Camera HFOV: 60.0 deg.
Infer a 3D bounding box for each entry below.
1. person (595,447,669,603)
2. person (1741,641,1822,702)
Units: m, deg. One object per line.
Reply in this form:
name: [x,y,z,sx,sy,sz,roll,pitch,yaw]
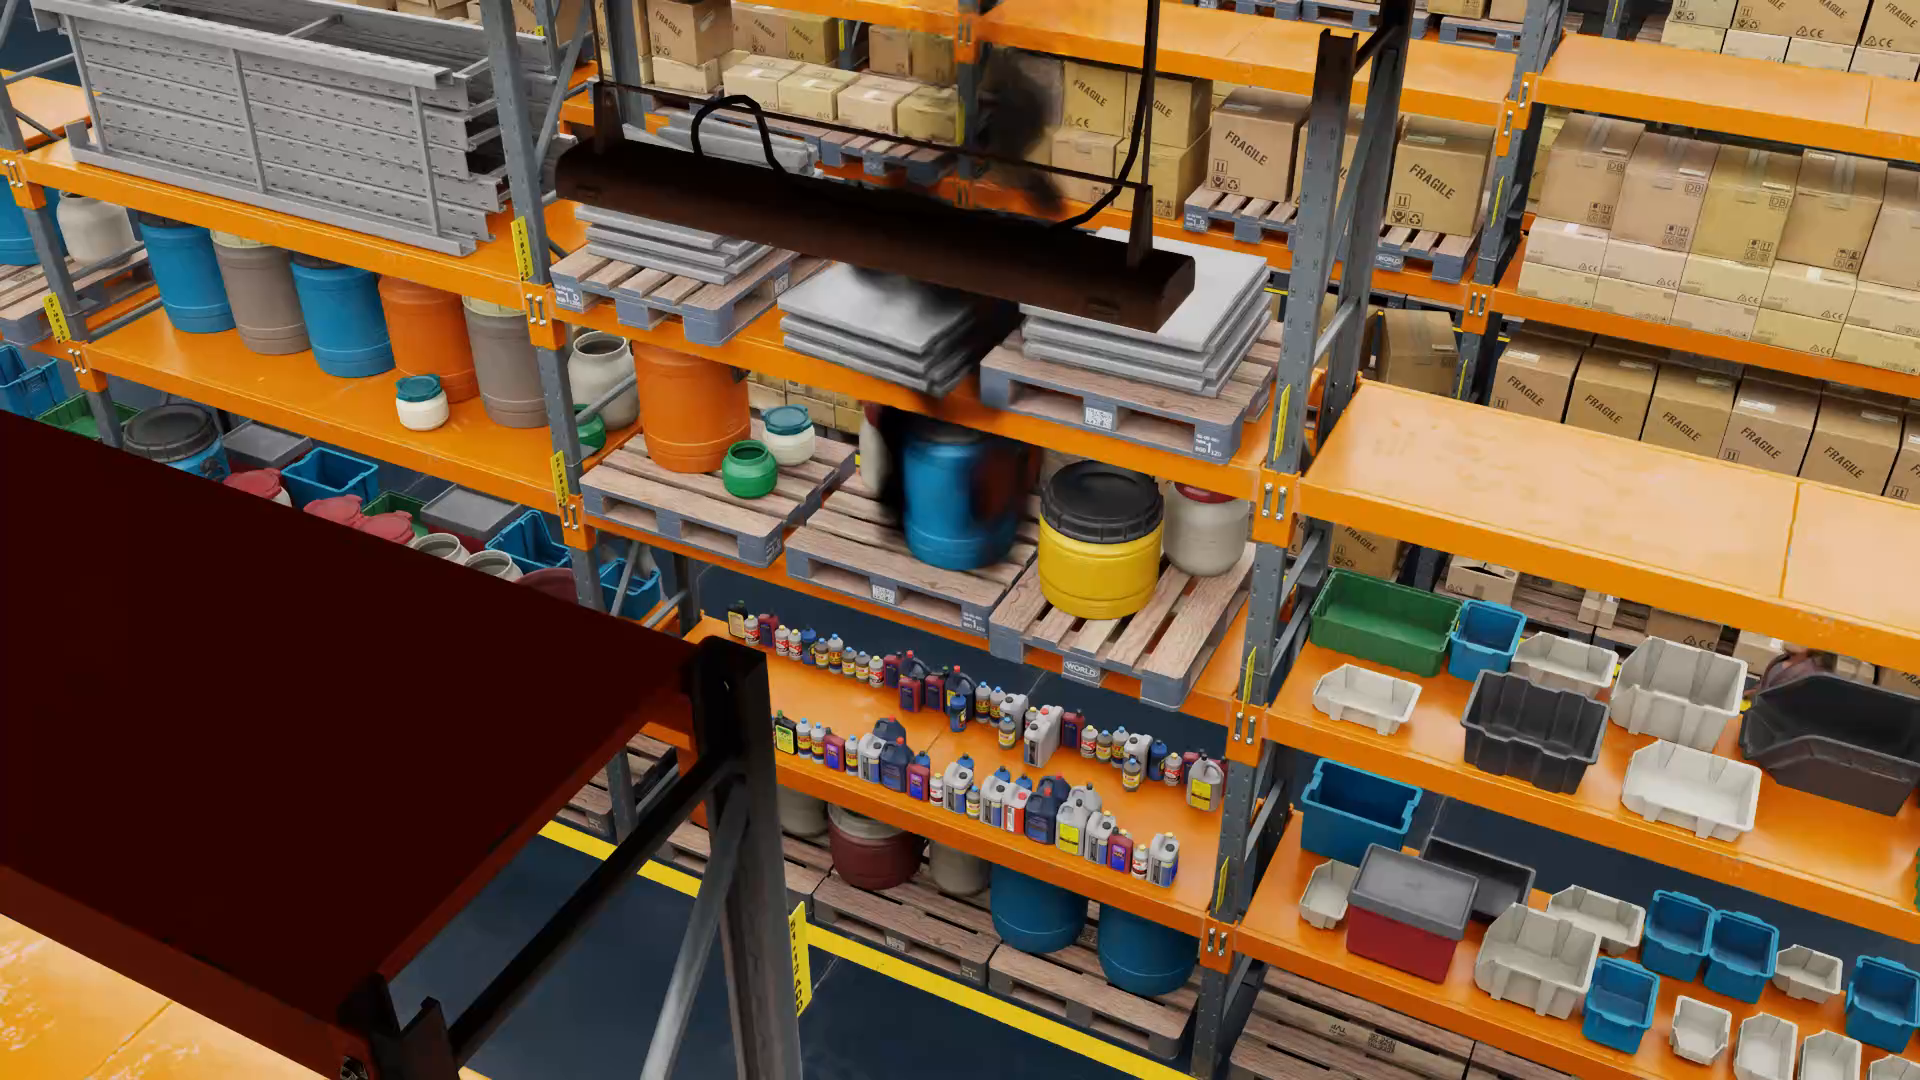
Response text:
person: [-2.582,-0.200,12.615,0.801,1.754,0.683,20,40,26]
person: [5.231,1.252,10.641,0.779,1.716,0.738,7,36,9]
